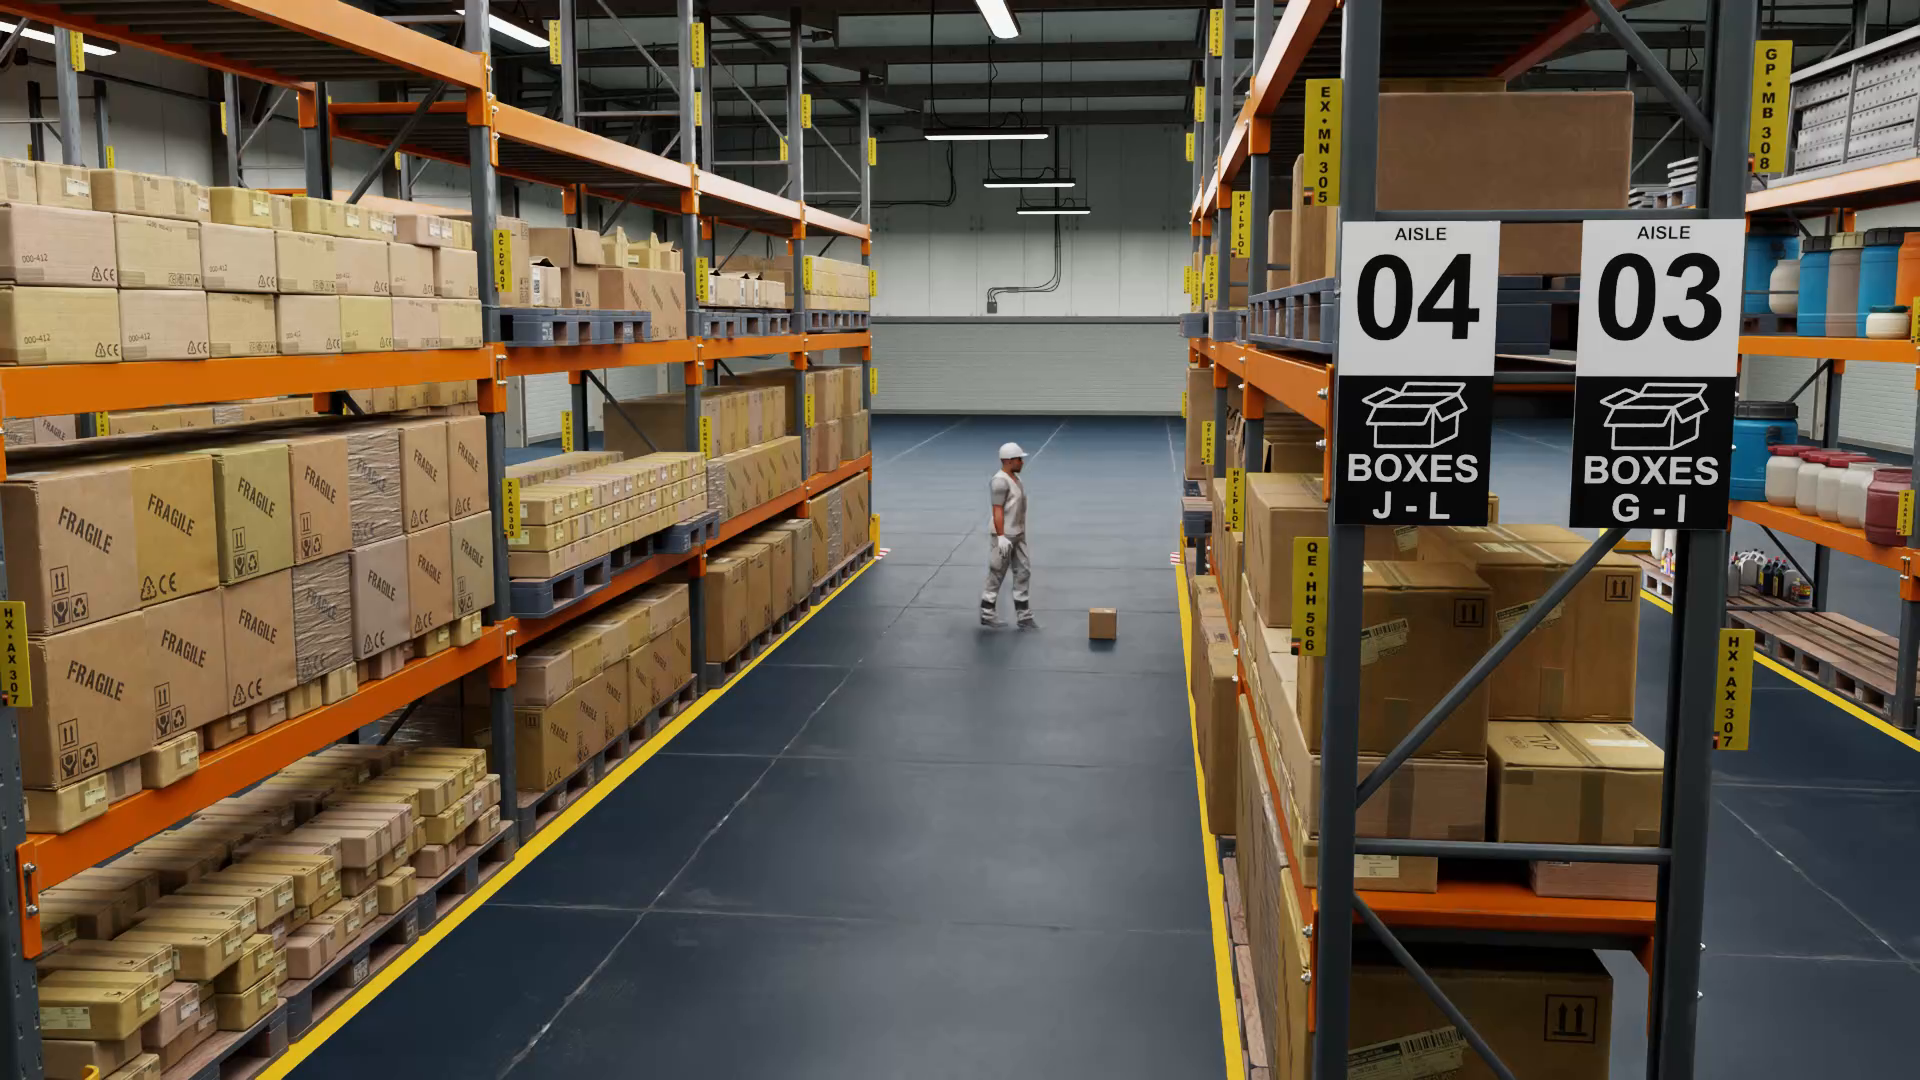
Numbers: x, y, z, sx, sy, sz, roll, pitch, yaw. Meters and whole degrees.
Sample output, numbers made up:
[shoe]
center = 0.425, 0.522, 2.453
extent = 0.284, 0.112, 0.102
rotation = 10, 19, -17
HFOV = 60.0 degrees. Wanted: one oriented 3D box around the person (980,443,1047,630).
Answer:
[person]
center = 0.474, -0.015, 15.835
extent = 0.609, 1.821, 0.577
rotation = 4, 8, 27
